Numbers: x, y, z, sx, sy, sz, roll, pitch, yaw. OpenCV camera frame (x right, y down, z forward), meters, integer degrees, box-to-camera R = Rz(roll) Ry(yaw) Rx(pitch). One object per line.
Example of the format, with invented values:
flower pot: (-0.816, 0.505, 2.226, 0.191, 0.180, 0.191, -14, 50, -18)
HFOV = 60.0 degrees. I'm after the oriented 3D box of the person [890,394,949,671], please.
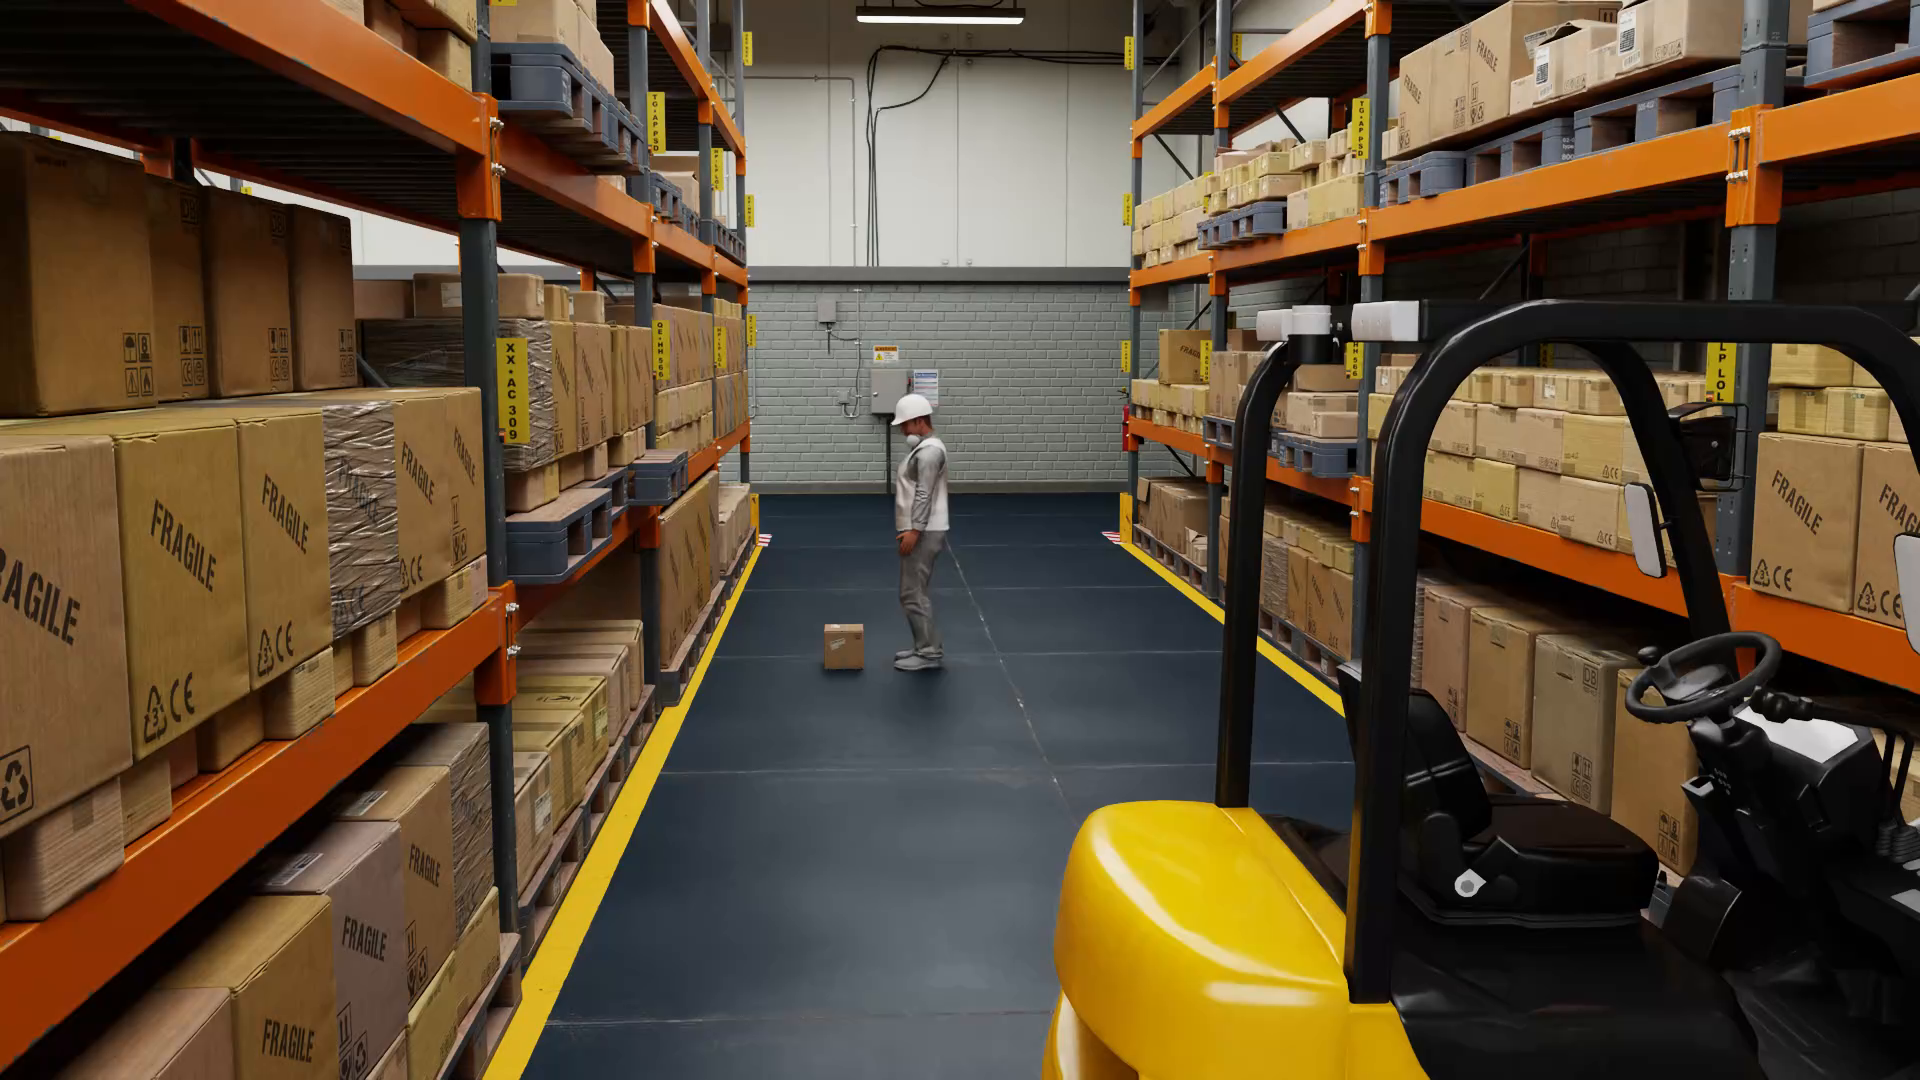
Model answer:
person: (-0.260, -0.055, 10.683, 0.378, 1.760, 0.538, 0, 7, -3)
